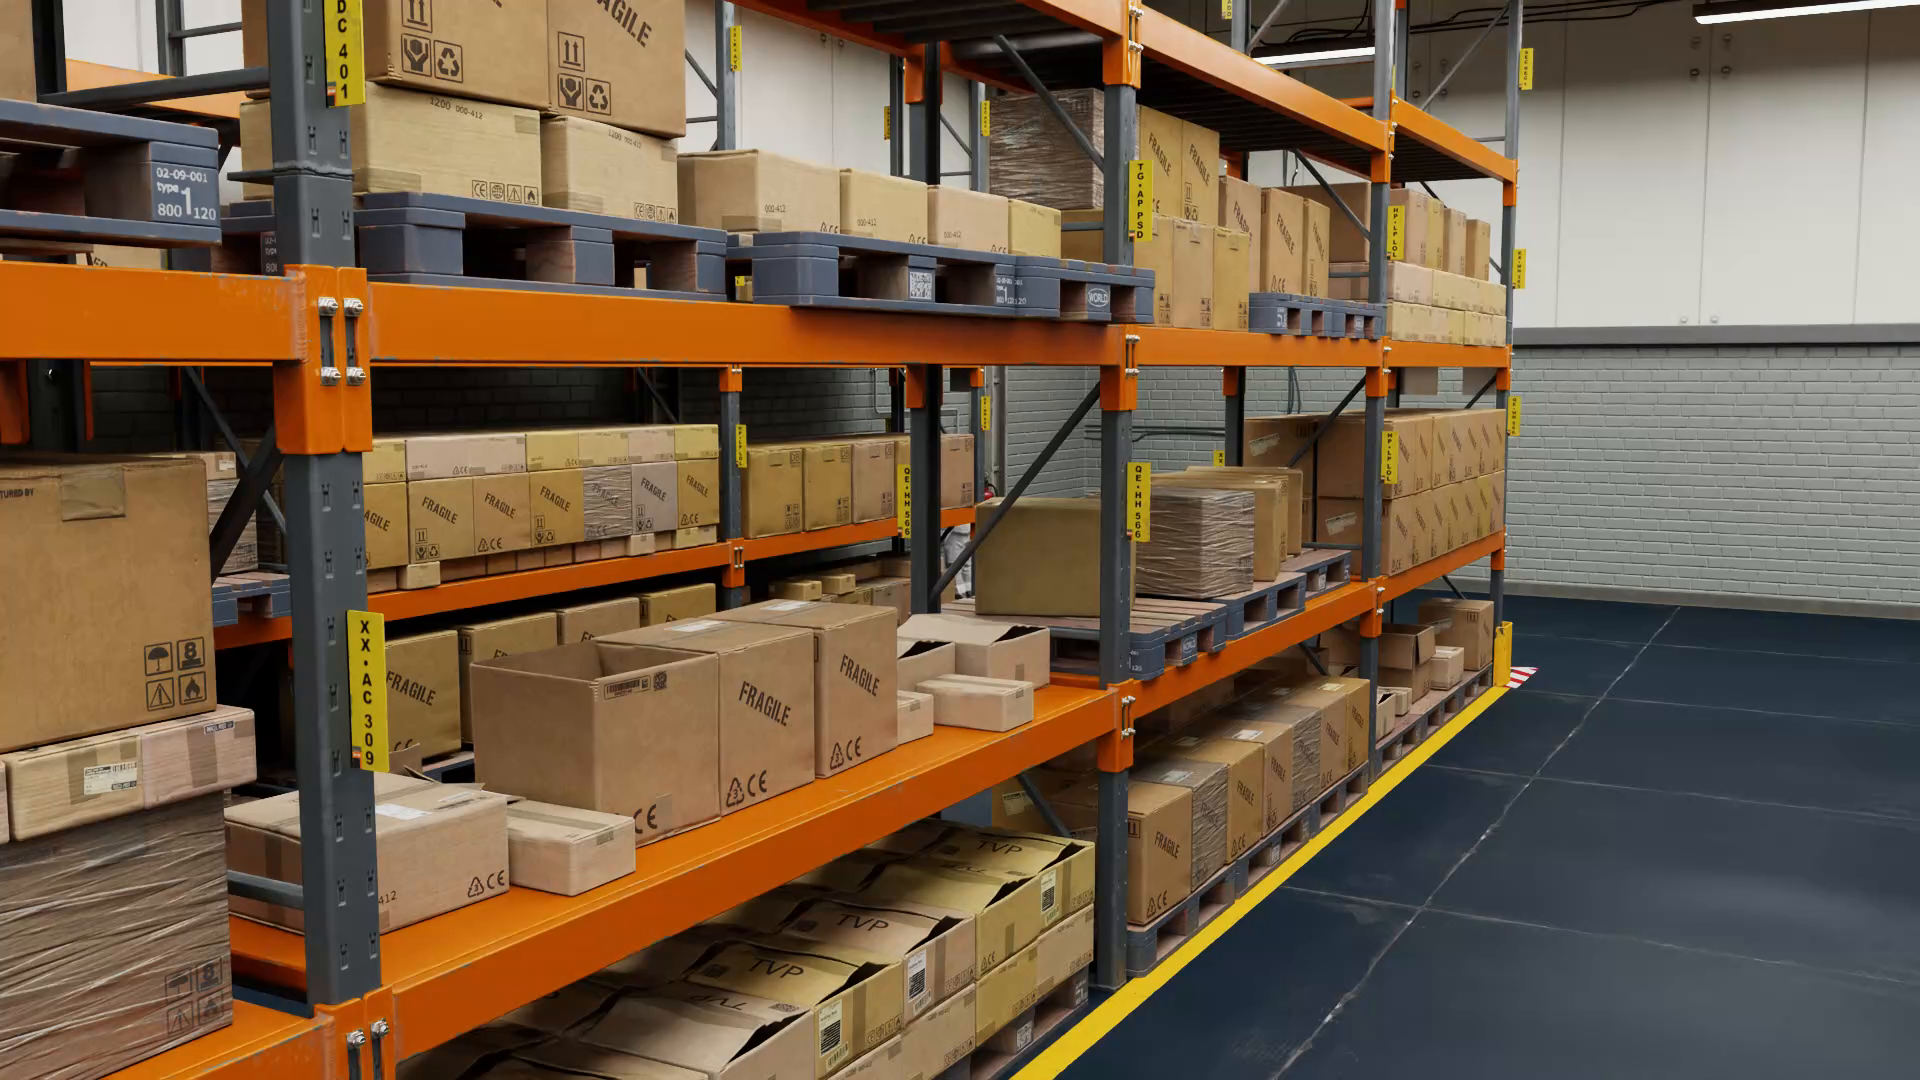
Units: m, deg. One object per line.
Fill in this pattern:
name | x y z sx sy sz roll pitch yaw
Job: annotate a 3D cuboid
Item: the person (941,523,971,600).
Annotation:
person | -0.015 -0.063 17.674 0.388 1.767 0.533 3 7 28
